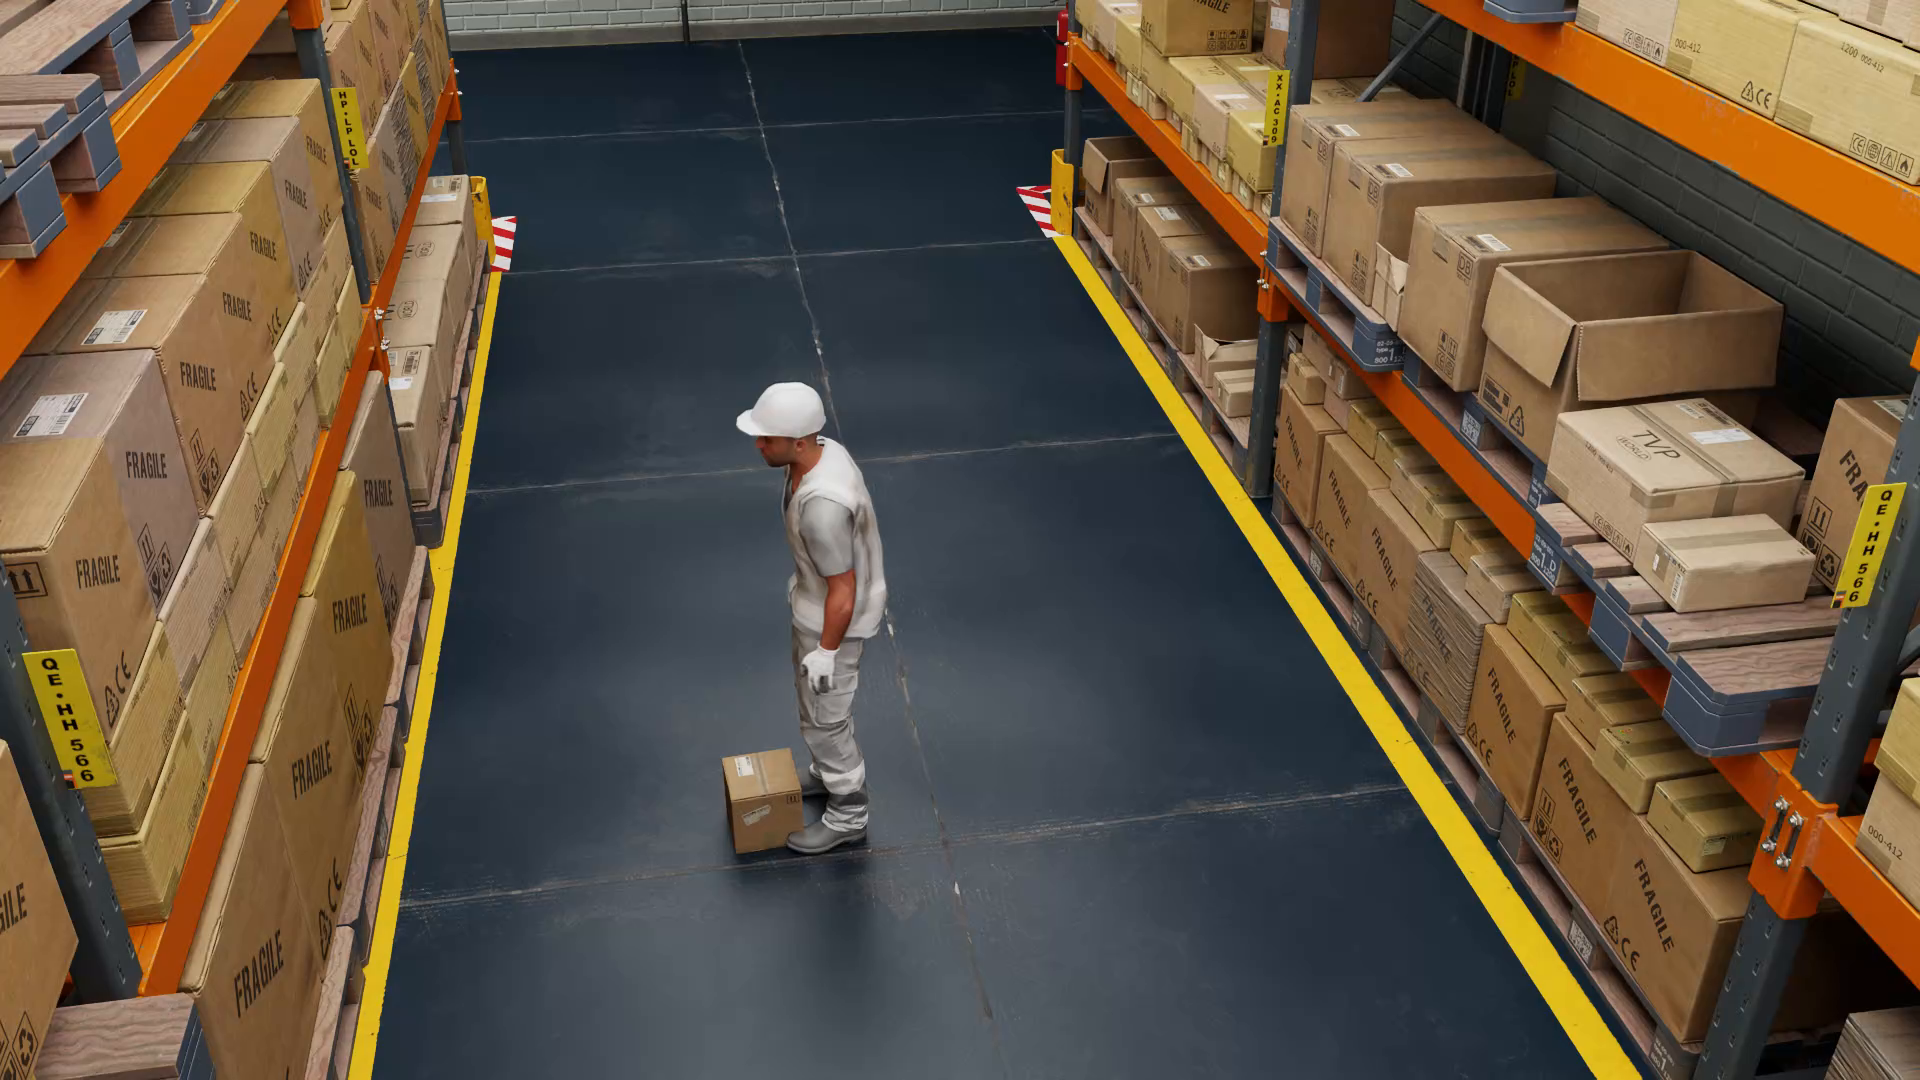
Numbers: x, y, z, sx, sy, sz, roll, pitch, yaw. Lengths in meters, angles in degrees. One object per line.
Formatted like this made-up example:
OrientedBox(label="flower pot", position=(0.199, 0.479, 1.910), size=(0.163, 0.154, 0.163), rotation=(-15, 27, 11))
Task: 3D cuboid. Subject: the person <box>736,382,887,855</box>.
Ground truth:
OrientedBox(label="person", position=(-0.485, 0.261, 5.672), size=(0.453, 1.778, 0.604), rotation=(-5, 31, -9))
